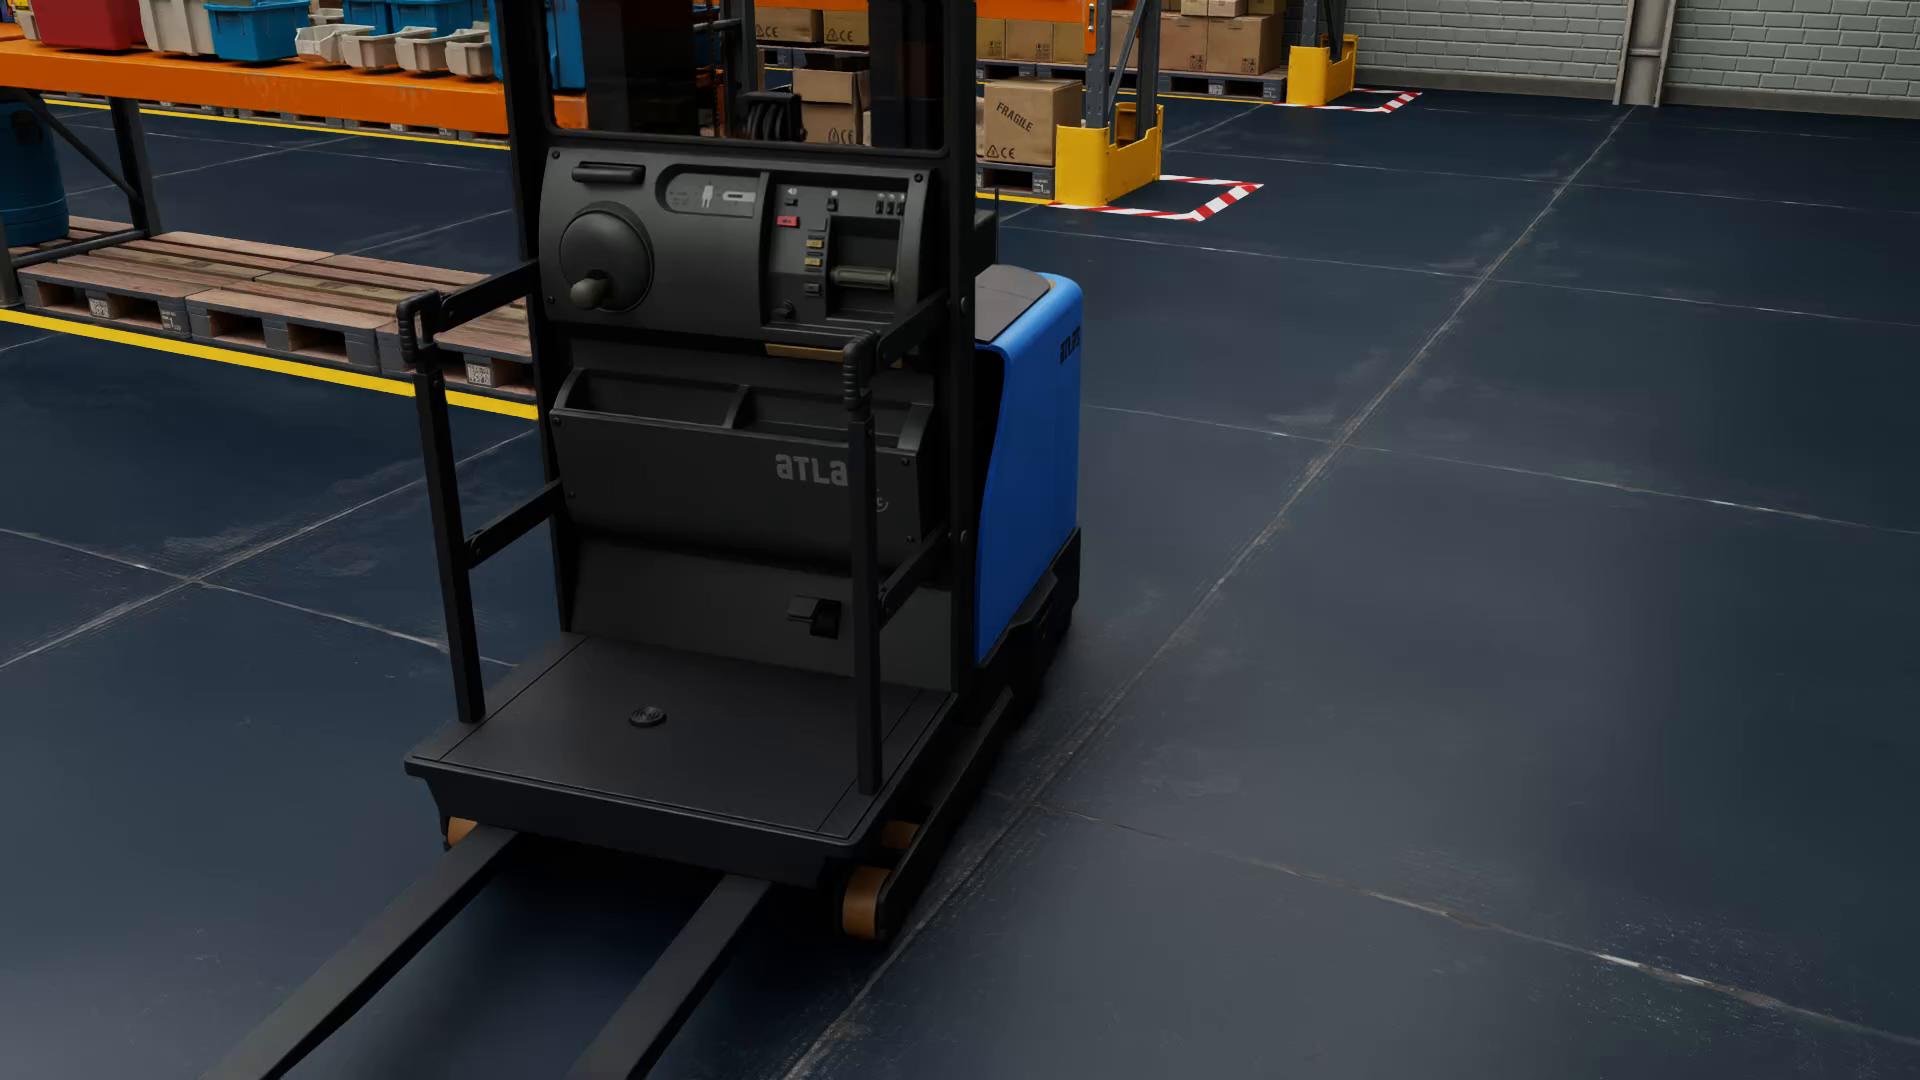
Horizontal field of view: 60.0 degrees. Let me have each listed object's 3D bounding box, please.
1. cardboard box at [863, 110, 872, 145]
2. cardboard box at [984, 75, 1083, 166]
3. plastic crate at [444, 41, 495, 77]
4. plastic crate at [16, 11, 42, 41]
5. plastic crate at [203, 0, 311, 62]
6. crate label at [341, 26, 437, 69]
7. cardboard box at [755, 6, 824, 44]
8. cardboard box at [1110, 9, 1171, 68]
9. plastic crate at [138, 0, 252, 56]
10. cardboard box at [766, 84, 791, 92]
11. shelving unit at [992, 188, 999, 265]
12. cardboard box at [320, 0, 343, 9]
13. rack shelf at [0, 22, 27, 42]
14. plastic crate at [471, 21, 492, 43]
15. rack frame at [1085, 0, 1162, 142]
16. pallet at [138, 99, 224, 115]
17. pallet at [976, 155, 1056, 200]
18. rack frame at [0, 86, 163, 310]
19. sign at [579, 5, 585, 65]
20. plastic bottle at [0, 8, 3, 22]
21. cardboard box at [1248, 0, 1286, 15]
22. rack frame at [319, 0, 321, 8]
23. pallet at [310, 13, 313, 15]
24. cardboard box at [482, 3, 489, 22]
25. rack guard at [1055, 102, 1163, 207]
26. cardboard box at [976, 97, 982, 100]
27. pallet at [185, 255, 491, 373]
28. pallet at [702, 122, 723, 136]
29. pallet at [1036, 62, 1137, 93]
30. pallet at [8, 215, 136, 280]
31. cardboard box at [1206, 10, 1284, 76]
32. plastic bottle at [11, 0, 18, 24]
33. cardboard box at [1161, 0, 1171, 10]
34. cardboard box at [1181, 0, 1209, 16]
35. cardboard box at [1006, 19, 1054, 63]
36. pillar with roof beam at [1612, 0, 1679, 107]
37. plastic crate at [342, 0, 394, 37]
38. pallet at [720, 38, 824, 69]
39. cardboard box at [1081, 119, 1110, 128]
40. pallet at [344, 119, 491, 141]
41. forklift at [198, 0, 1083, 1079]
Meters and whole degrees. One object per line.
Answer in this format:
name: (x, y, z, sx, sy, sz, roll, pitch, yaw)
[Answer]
cardboard box: (-0.341, -2.893, 11.670, 0.500, 0.250, 0.500, 11, 25, 25)
cardboard box: (0.493, -2.829, 11.202, 0.500, 0.500, 0.500, 11, 25, 25)
plastic crate: (-1.958, -2.025, 6.939, 0.243, 0.136, 0.396, 11, 25, 25)
plastic crate: (-4.367, -2.518, 8.099, 0.243, 0.136, 0.396, 11, 25, 25)
plastic crate: (-3.097, -2.262, 7.372, 0.300, 0.233, 0.416, 11, 25, 25)
crate label: (-2.470, -2.122, 7.167, 0.243, 0.136, 0.396, 11, 25, 25)
cardboard box: (-1.682, -5.634, 17.374, 0.750, 0.750, 0.750, 12, 26, 26)
cardboard box: (1.756, -4.807, 15.877, 0.500, 0.500, 0.700, 10, 25, 23)
plastic crate: (-3.439, -2.383, 7.596, 0.530, 0.282, 0.437, 11, 25, 25)
cardboard box: (-1.174, -3.305, 12.561, 0.500, 0.311, 0.500, 11, 25, 25)
shelving unit: (-0.013, -0.555, 5.521, 0.189, 1.200, 0.258, 11, 25, 25)
cardboard box: (-5.057, -4.485, 14.138, 0.500, 0.250, 0.500, 12, 26, 27)
rack shelf: (-6.503, -2.766, 9.341, 4.000, 0.370, 1.077, 11, 25, 25)
plastic crate: (-2.075, -2.308, 7.605, 0.298, 0.136, 0.250, 11, 25, 25)
rack frame: (1.090, -3.767, 10.776, 0.127, 3.000, 1.000, 11, 25, 25)
pallet: (-6.767, -4.056, 15.017, 1.213, 0.211, 1.003, 11, 25, 25)
pallet: (0.310, -2.638, 11.683, 1.213, 0.211, 1.003, 11, 25, 25)
rack frame: (-4.718, -2.744, 8.370, 0.127, 3.000, 1.000, 11, 25, 25)
sign: (-1.382, -1.918, 6.219, 0.005, 0.325, 0.100, 11, 25, 25)
plastic bottle: (-5.286, -2.967, 9.051, 0.135, 0.276, 0.152, 11, 25, 25)
cardboard box: (2.853, -4.976, 15.446, 0.250, 0.149, 0.380, 11, 26, 25)
rack frame: (-7.388, -7.617, 19.828, 0.127, 3.000, 1.000, 11, 25, 25)
pallet: (-8.003, -6.440, 20.623, 1.213, 0.211, 1.003, 11, 25, 25)
cardboard box: (-3.694, -4.218, 13.509, 0.500, 0.250, 0.500, 11, 26, 25)
rack guard: (1.022, -2.630, 11.296, 0.348, 0.500, 1.175, 11, 25, 25)
cardboard box: (-0.160, -3.076, 12.101, 0.500, 0.250, 0.500, 11, 25, 25)
pallet: (-2.952, -1.130, 8.137, 1.213, 0.211, 1.003, 11, 25, 25)
pallet: (-1.868, -3.069, 12.696, 1.213, 0.211, 1.003, 11, 25, 25)
pallet: (1.488, -4.544, 16.166, 1.213, 0.211, 1.003, 11, 25, 25)
pallet: (-5.388, -1.612, 9.270, 1.213, 0.211, 1.003, 11, 25, 25)
cardboard box: (2.652, -4.630, 15.461, 0.500, 0.500, 0.700, 11, 25, 25)
plastic bottle: (-5.083, -2.904, 9.000, 0.097, 0.201, 0.097, 0, 23, 0)
cardboard box: (1.951, -5.154, 15.865, 0.250, 0.149, 0.380, 12, 26, 25)
cardboard box: (2.226, -4.932, 15.343, 0.250, 0.149, 0.380, 12, 26, 26)
cardboard box: (0.820, -4.990, 16.307, 0.500, 0.500, 0.700, 11, 25, 24)
pillar with roof beam: (4.179, -6.581, 9.725, 0.400, 9.000, 9.100, 11, 25, 25)
plastic crate: (-2.663, -2.433, 7.774, 0.300, 0.233, 0.416, 11, 25, 25)
pallet: (-2.064, -5.246, 17.816, 1.213, 0.211, 1.003, 11, 25, 25)
cardboard box: (0.871, -2.852, 11.703, 0.250, 0.149, 0.380, 11, 25, 25)
pallet: (-4.316, -3.536, 13.794, 1.213, 0.211, 1.003, 11, 25, 25)
forklift: (-0.579, -0.642, 3.514, 1.130, 2.935, 3.031, 7, 24, 17)
